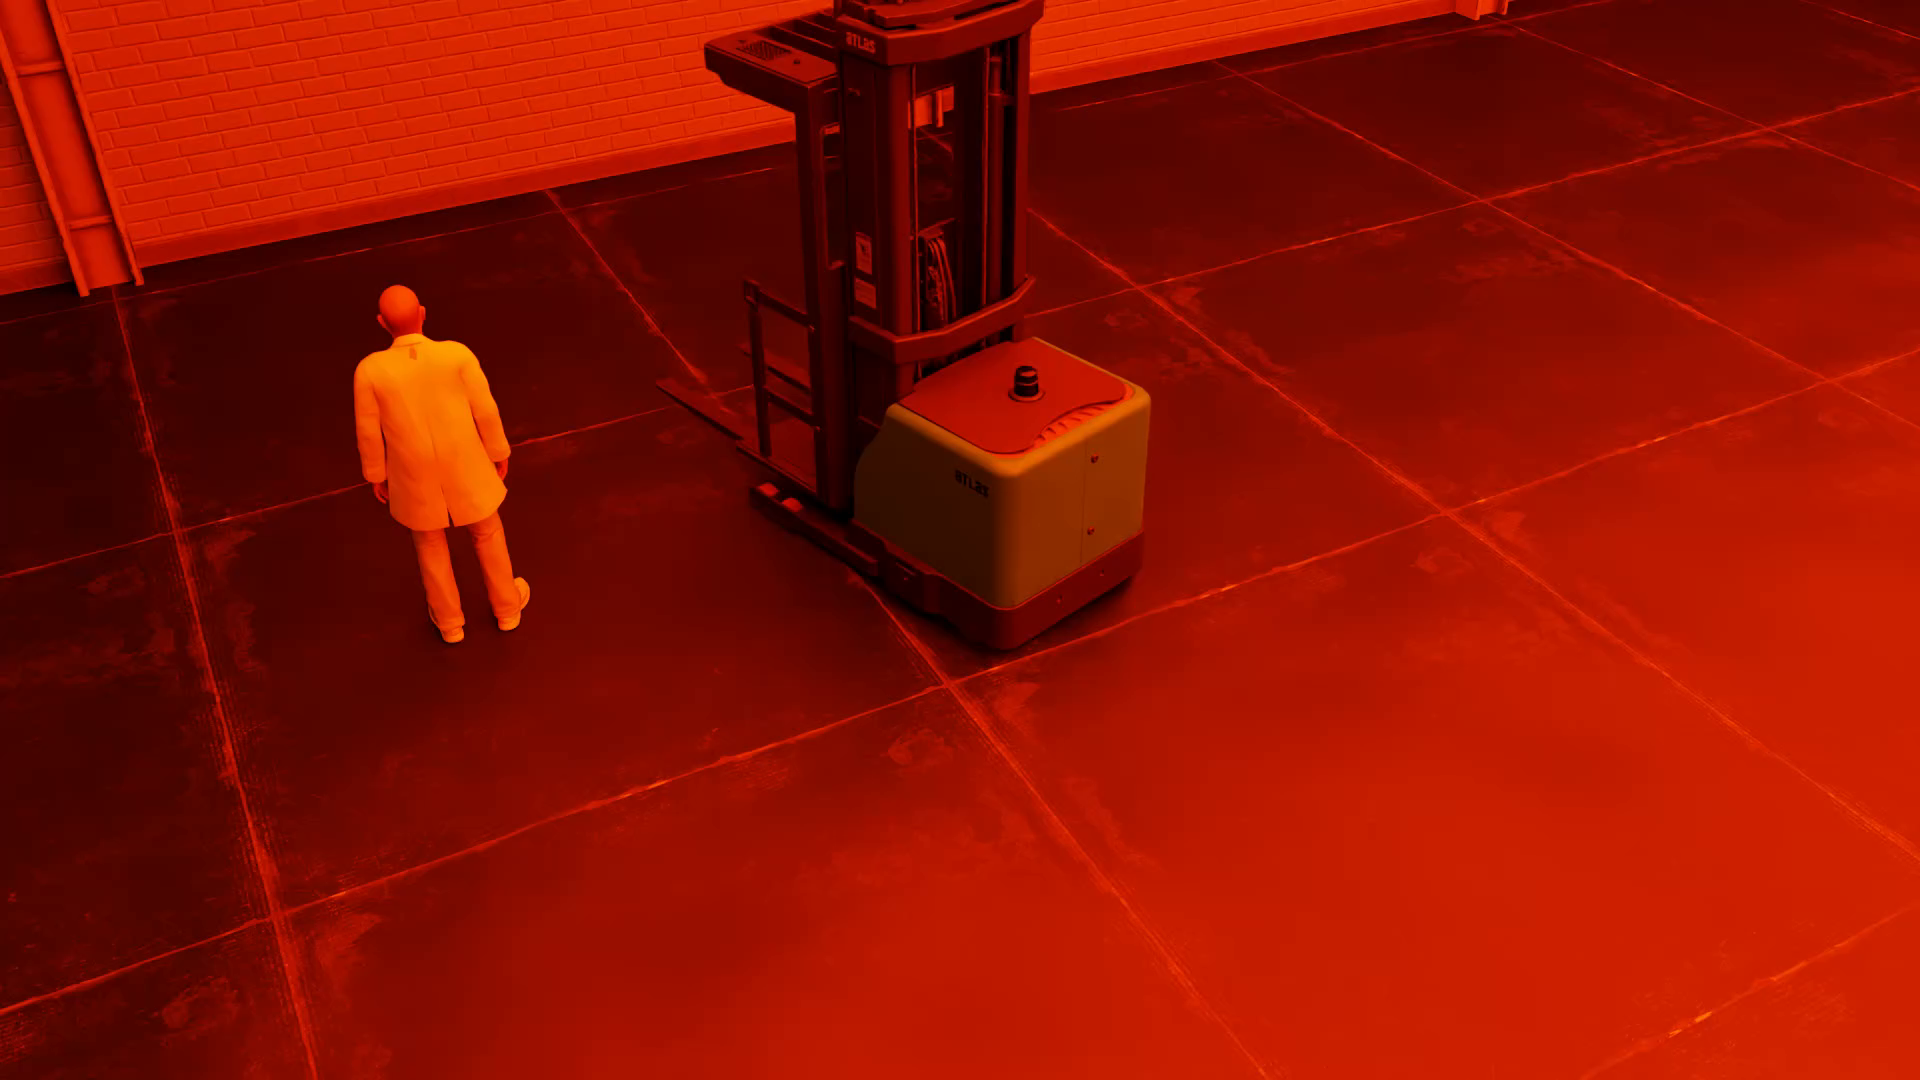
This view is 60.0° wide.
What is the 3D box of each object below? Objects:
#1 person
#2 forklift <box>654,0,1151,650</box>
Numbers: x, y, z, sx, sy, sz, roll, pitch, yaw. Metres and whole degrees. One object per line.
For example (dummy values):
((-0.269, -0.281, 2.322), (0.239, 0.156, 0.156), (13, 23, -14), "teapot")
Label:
((-2.380, -0.331, 7.593), (0.653, 1.774, 0.422), (-11, 37, -15), "person")
((-0.472, -1.435, 8.153), (1.130, 2.935, 3.031), (-29, 45, -35), "forklift")
